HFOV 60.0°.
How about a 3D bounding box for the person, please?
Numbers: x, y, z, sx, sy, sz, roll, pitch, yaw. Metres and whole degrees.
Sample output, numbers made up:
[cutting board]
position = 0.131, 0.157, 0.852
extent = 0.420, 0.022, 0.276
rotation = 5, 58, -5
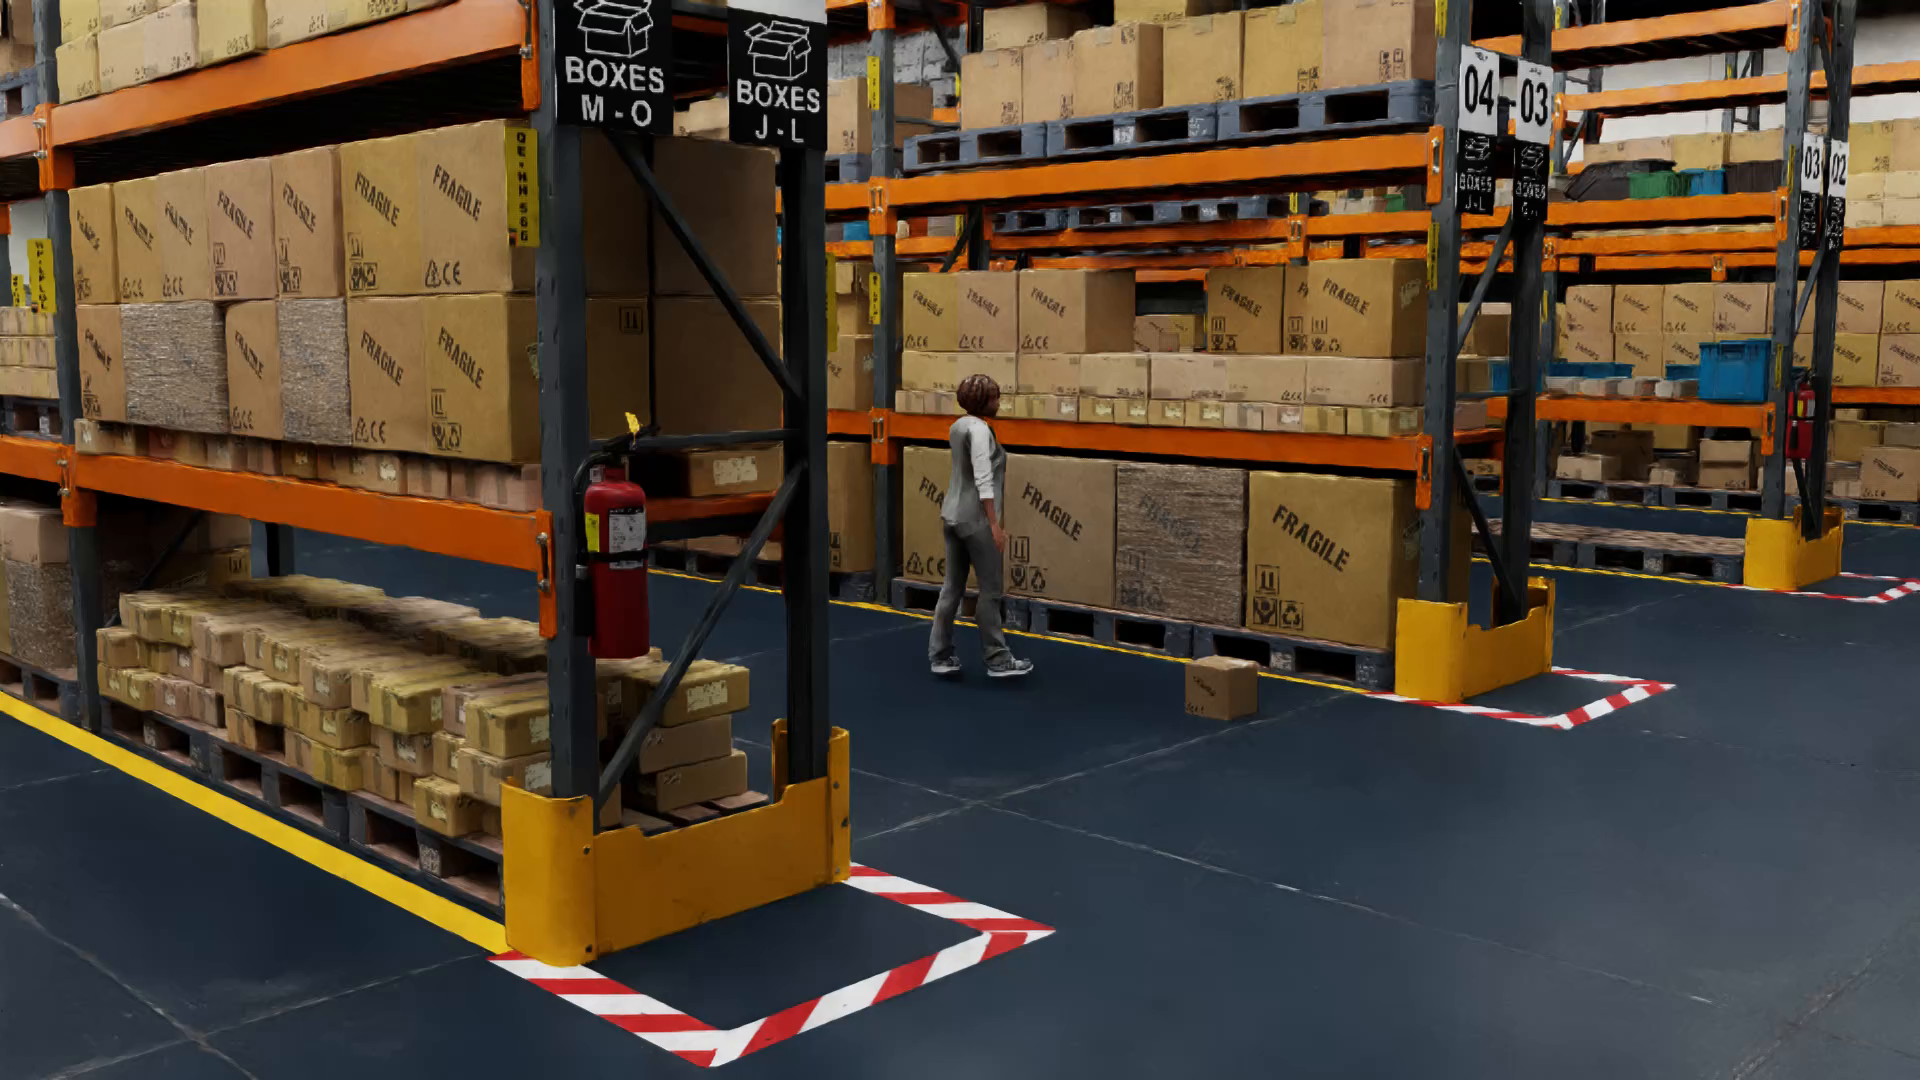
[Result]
[person]
position = 0.117, -0.074, 8.710
extent = 0.529, 1.593, 0.524
rotation = -3, 8, -24
